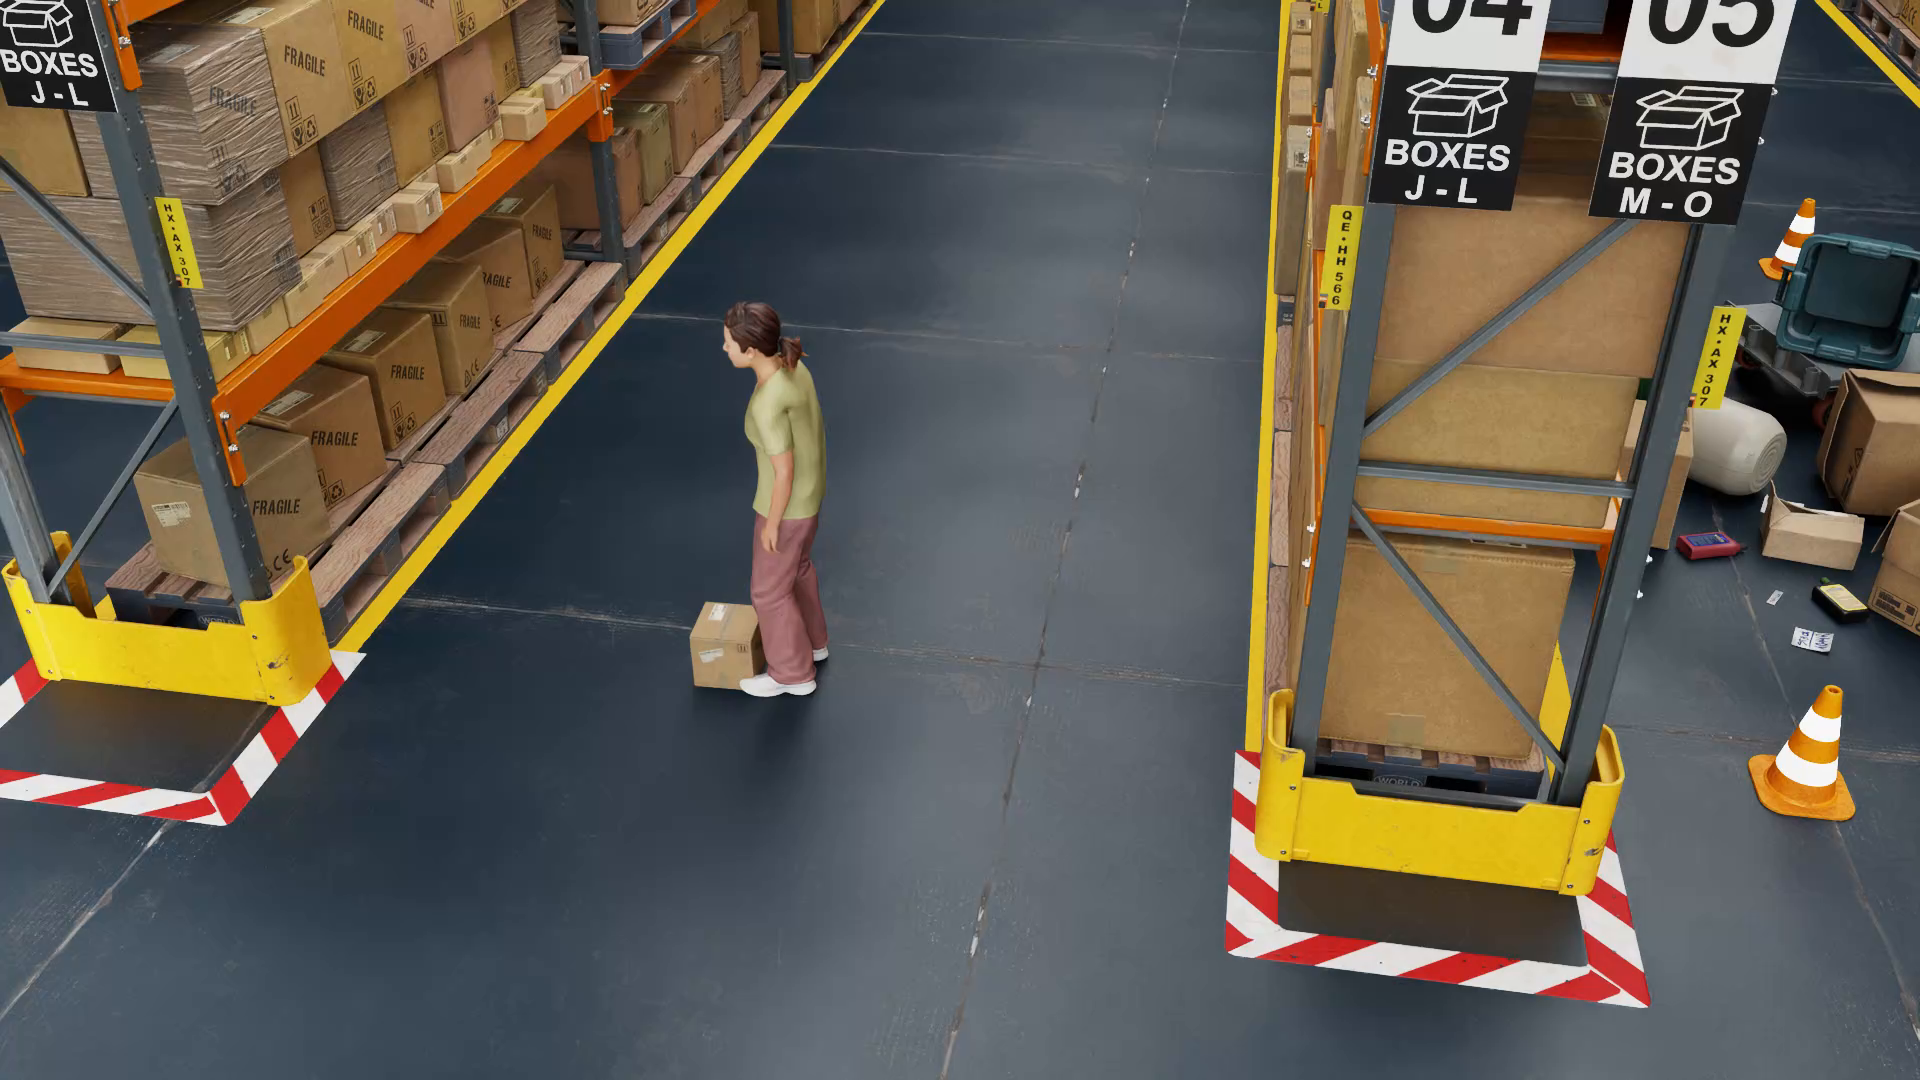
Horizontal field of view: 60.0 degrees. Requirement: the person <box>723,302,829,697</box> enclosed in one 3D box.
[{"bbox_3d":[-0.694,-0.149,6.374,0.369,1.671,0.509,4,33,6],"label":"person"}]
